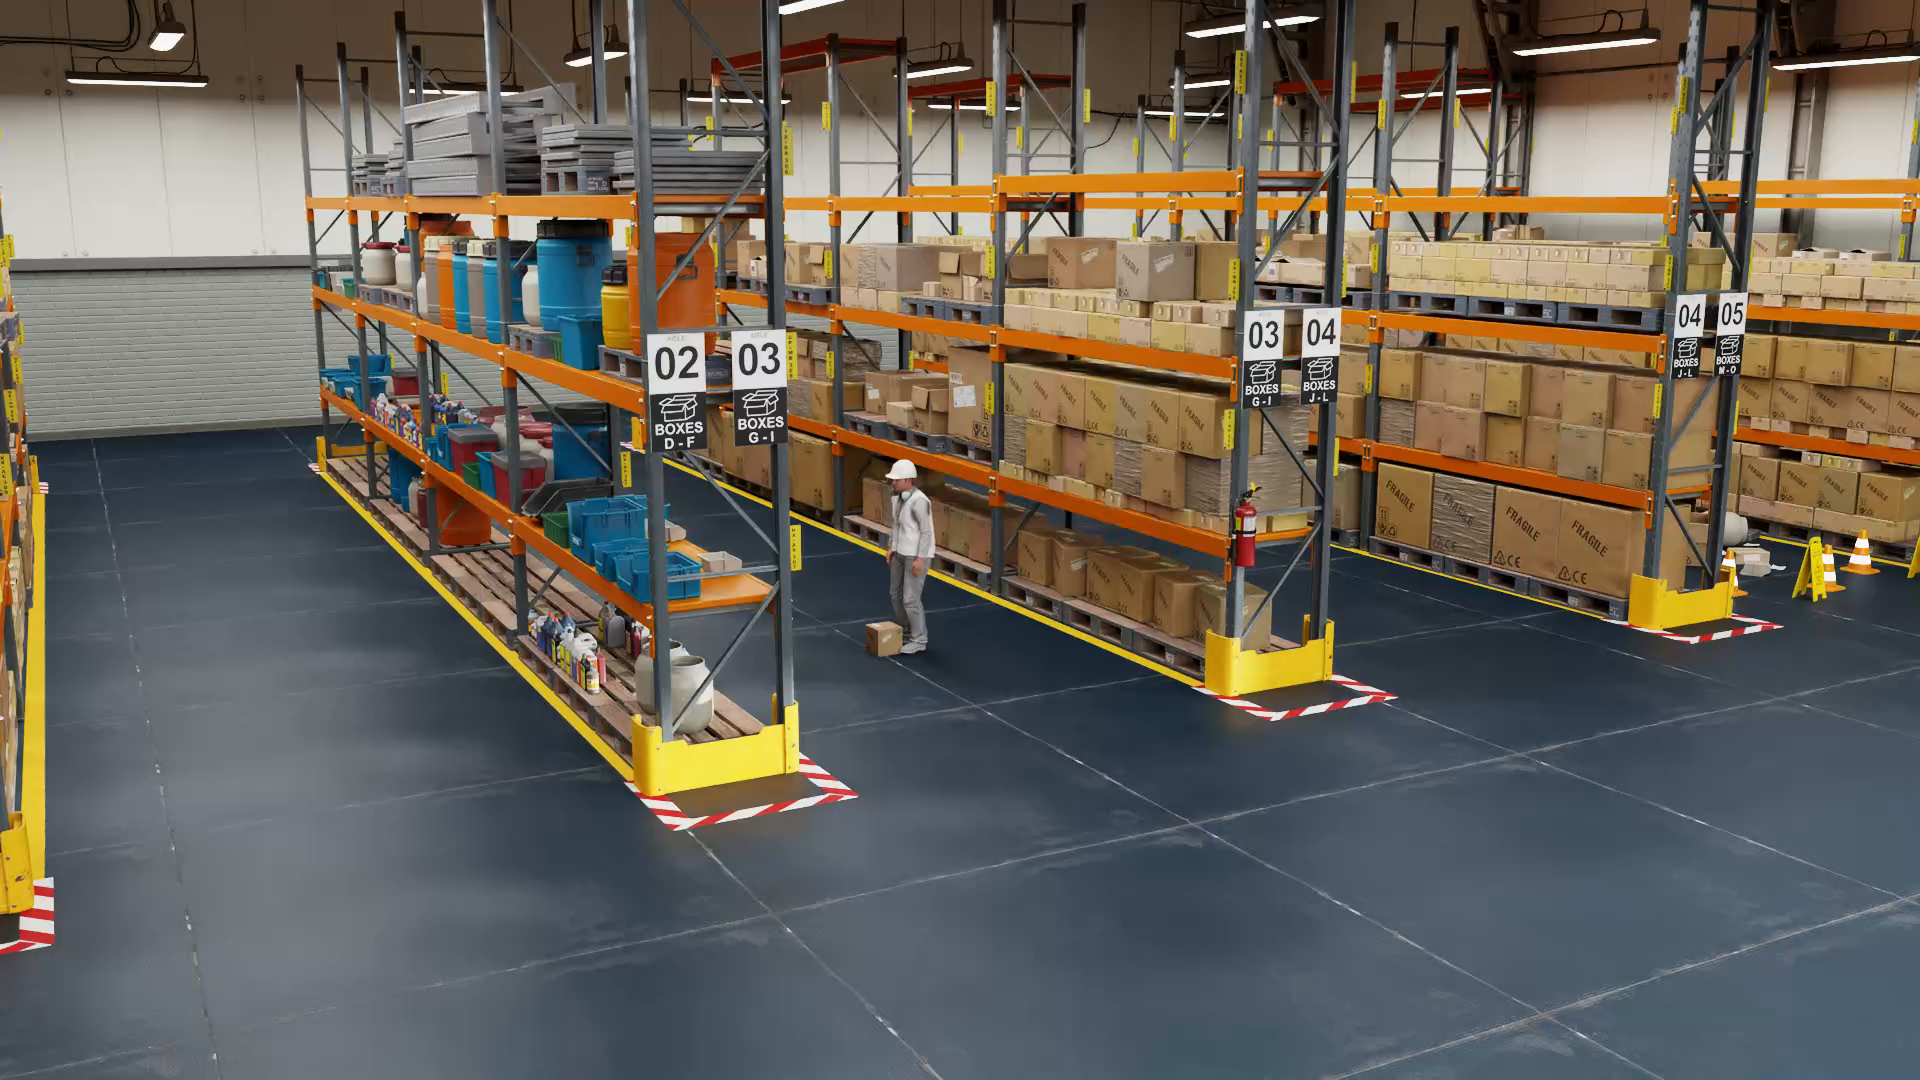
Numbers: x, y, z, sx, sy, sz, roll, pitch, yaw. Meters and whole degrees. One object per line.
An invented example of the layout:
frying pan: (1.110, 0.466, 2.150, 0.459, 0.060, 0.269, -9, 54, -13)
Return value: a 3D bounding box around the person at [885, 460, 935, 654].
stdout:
person: (-0.471, 0.136, 15.215, 0.459, 1.773, 0.590, -7, 13, -30)
